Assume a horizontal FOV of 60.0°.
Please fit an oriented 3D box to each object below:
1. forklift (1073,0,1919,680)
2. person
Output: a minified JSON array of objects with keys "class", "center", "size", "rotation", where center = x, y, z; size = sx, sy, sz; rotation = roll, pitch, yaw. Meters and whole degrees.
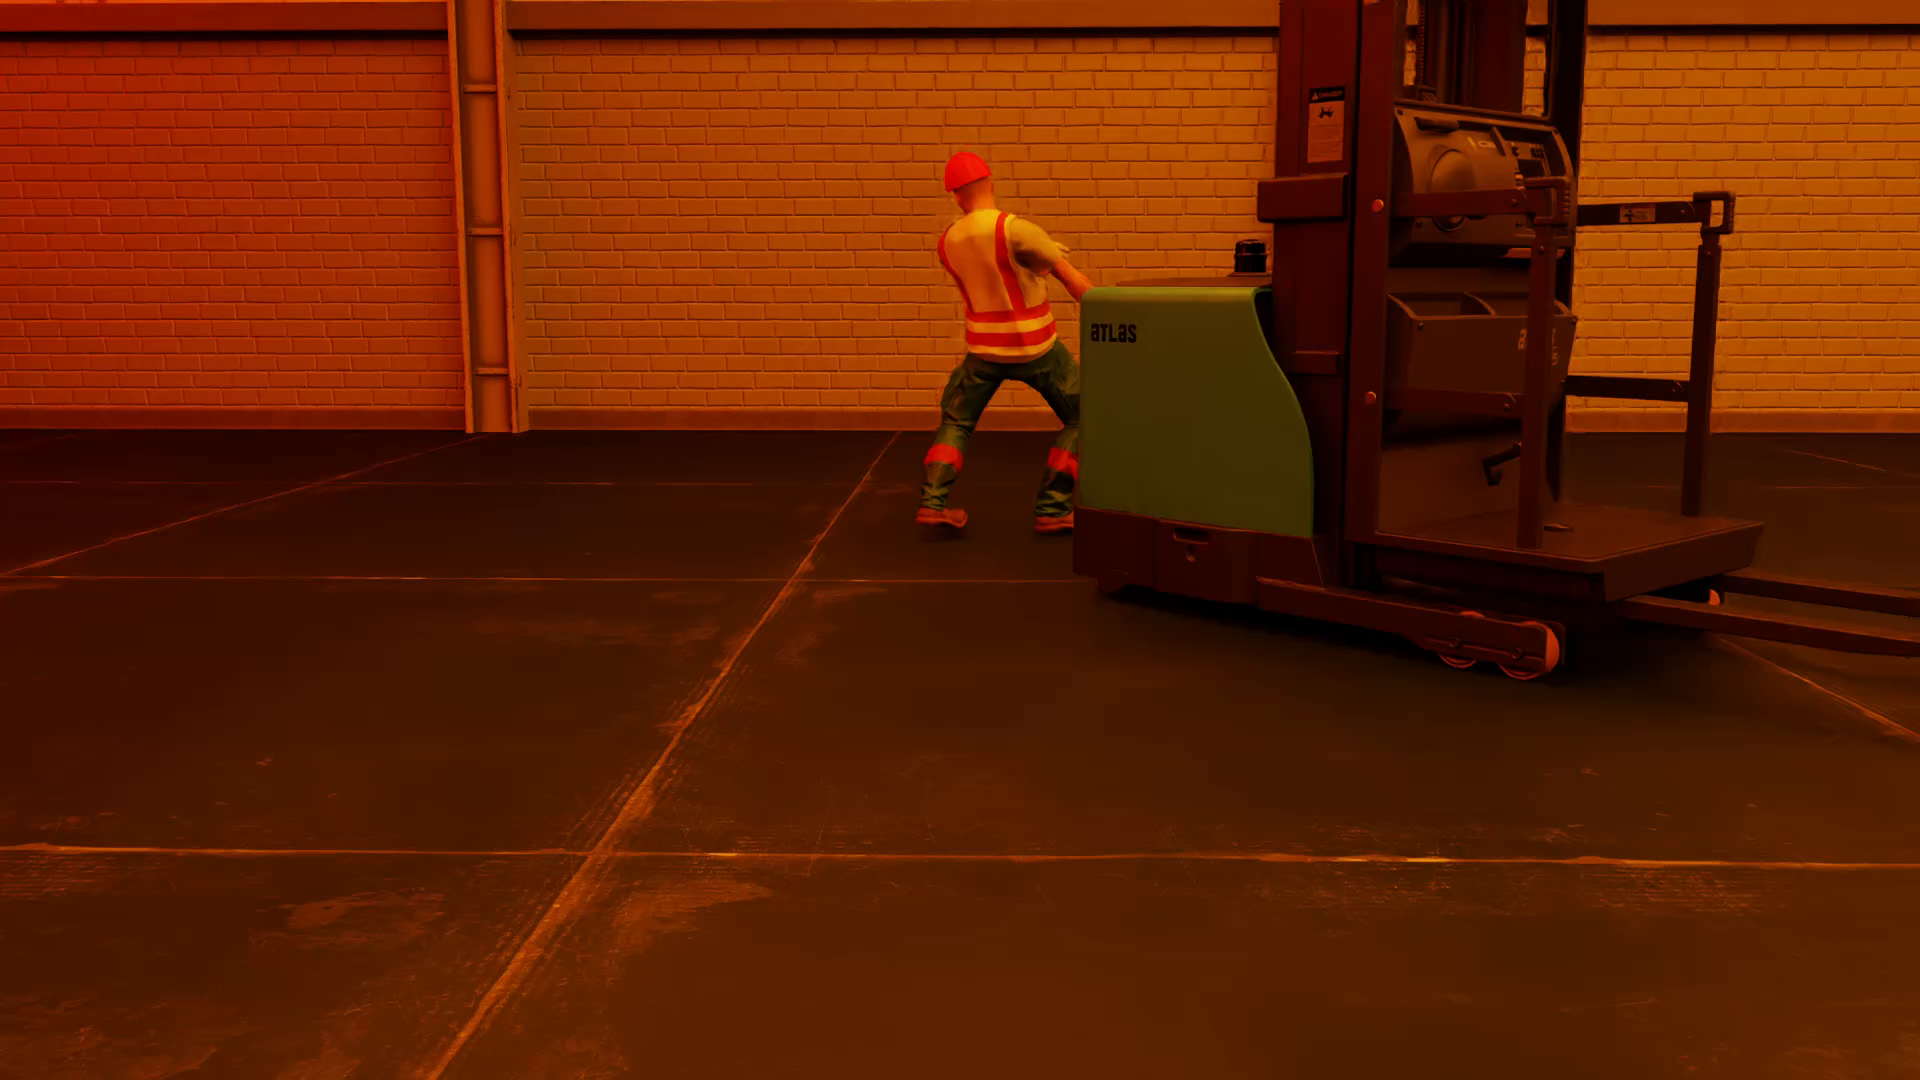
[{"class":"forklift","center":[1.757,-1.148,4.933],"size":[1.130,2.935,3.031],"rotation":[-8,12,-41]},{"class":"person","center":[0.324,-0.849,7.235],"size":[0.859,1.624,0.870],"rotation":[4,9,22]}]
